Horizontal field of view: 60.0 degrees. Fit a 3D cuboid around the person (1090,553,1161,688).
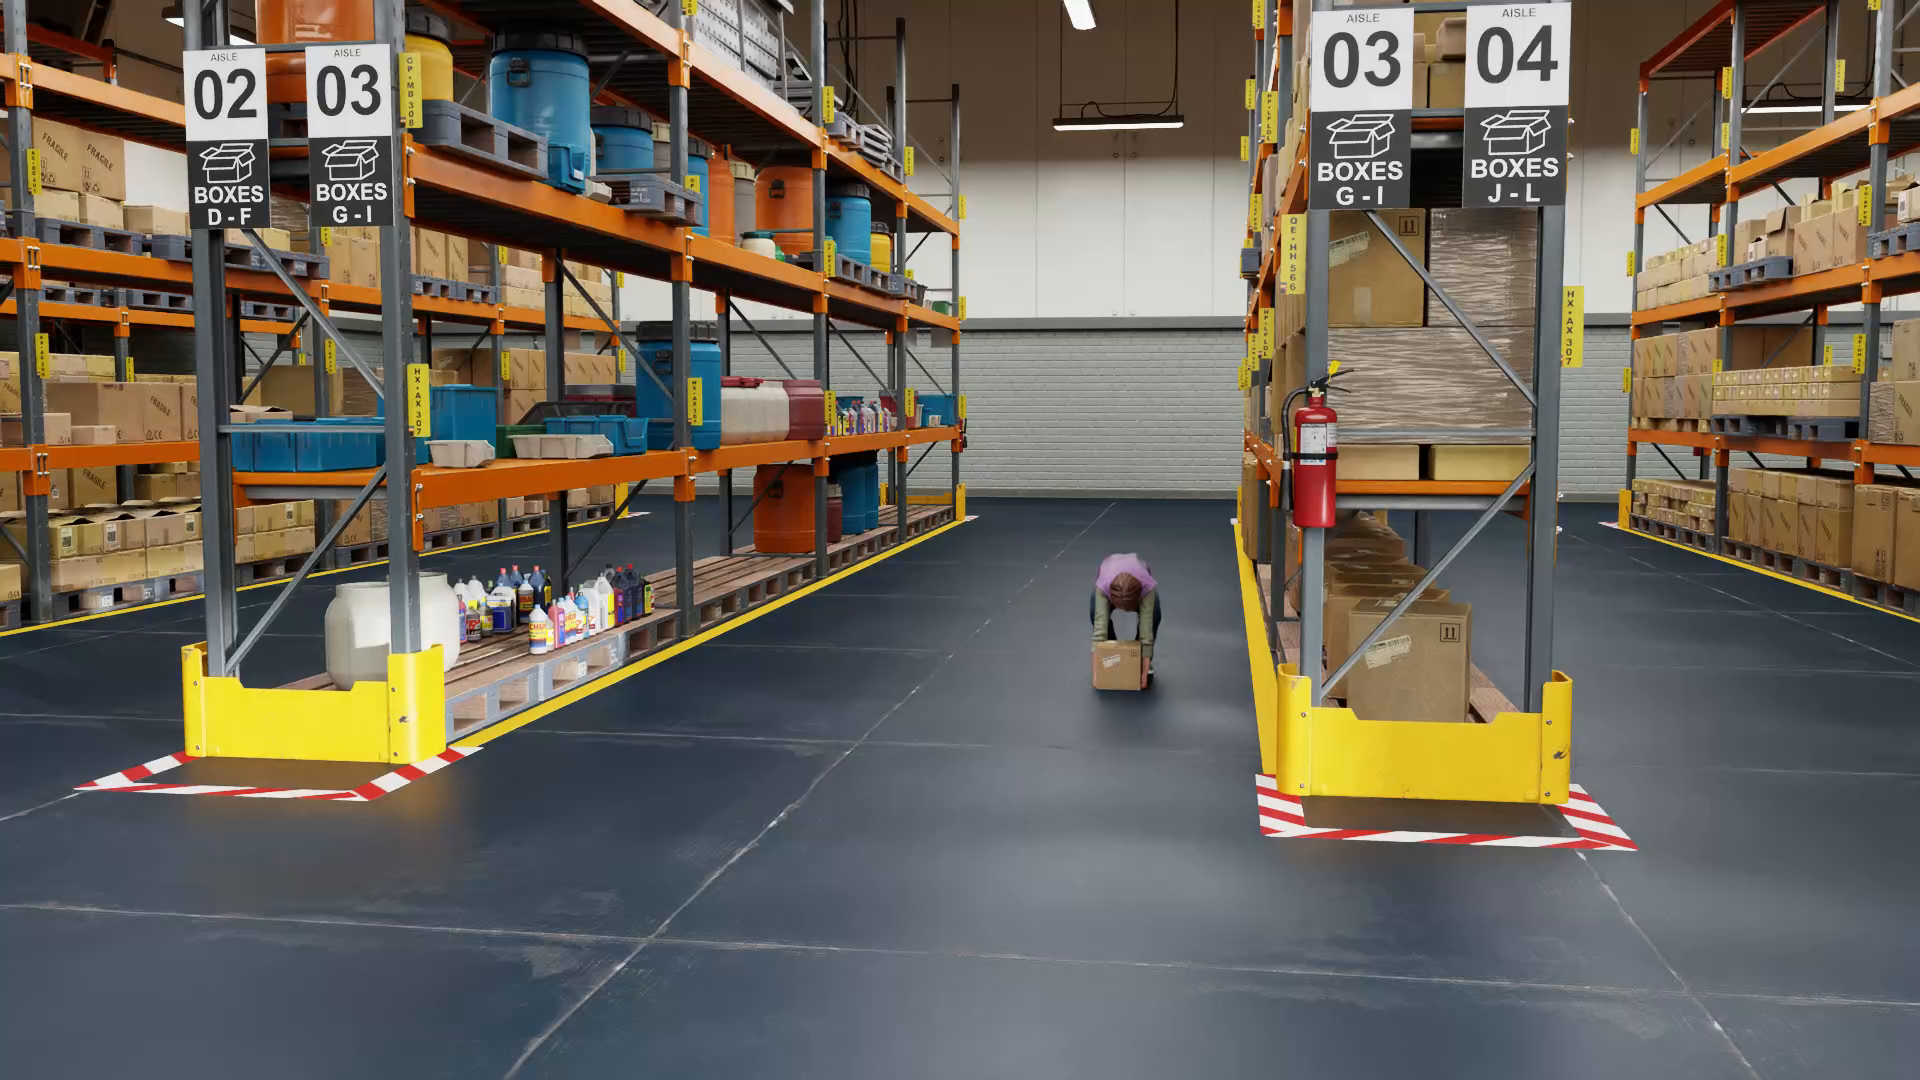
[{"bbox_3d":[0.981,0.465,9.869,0.422,0.758,0.873,1,5,7],"label":"person"}]
